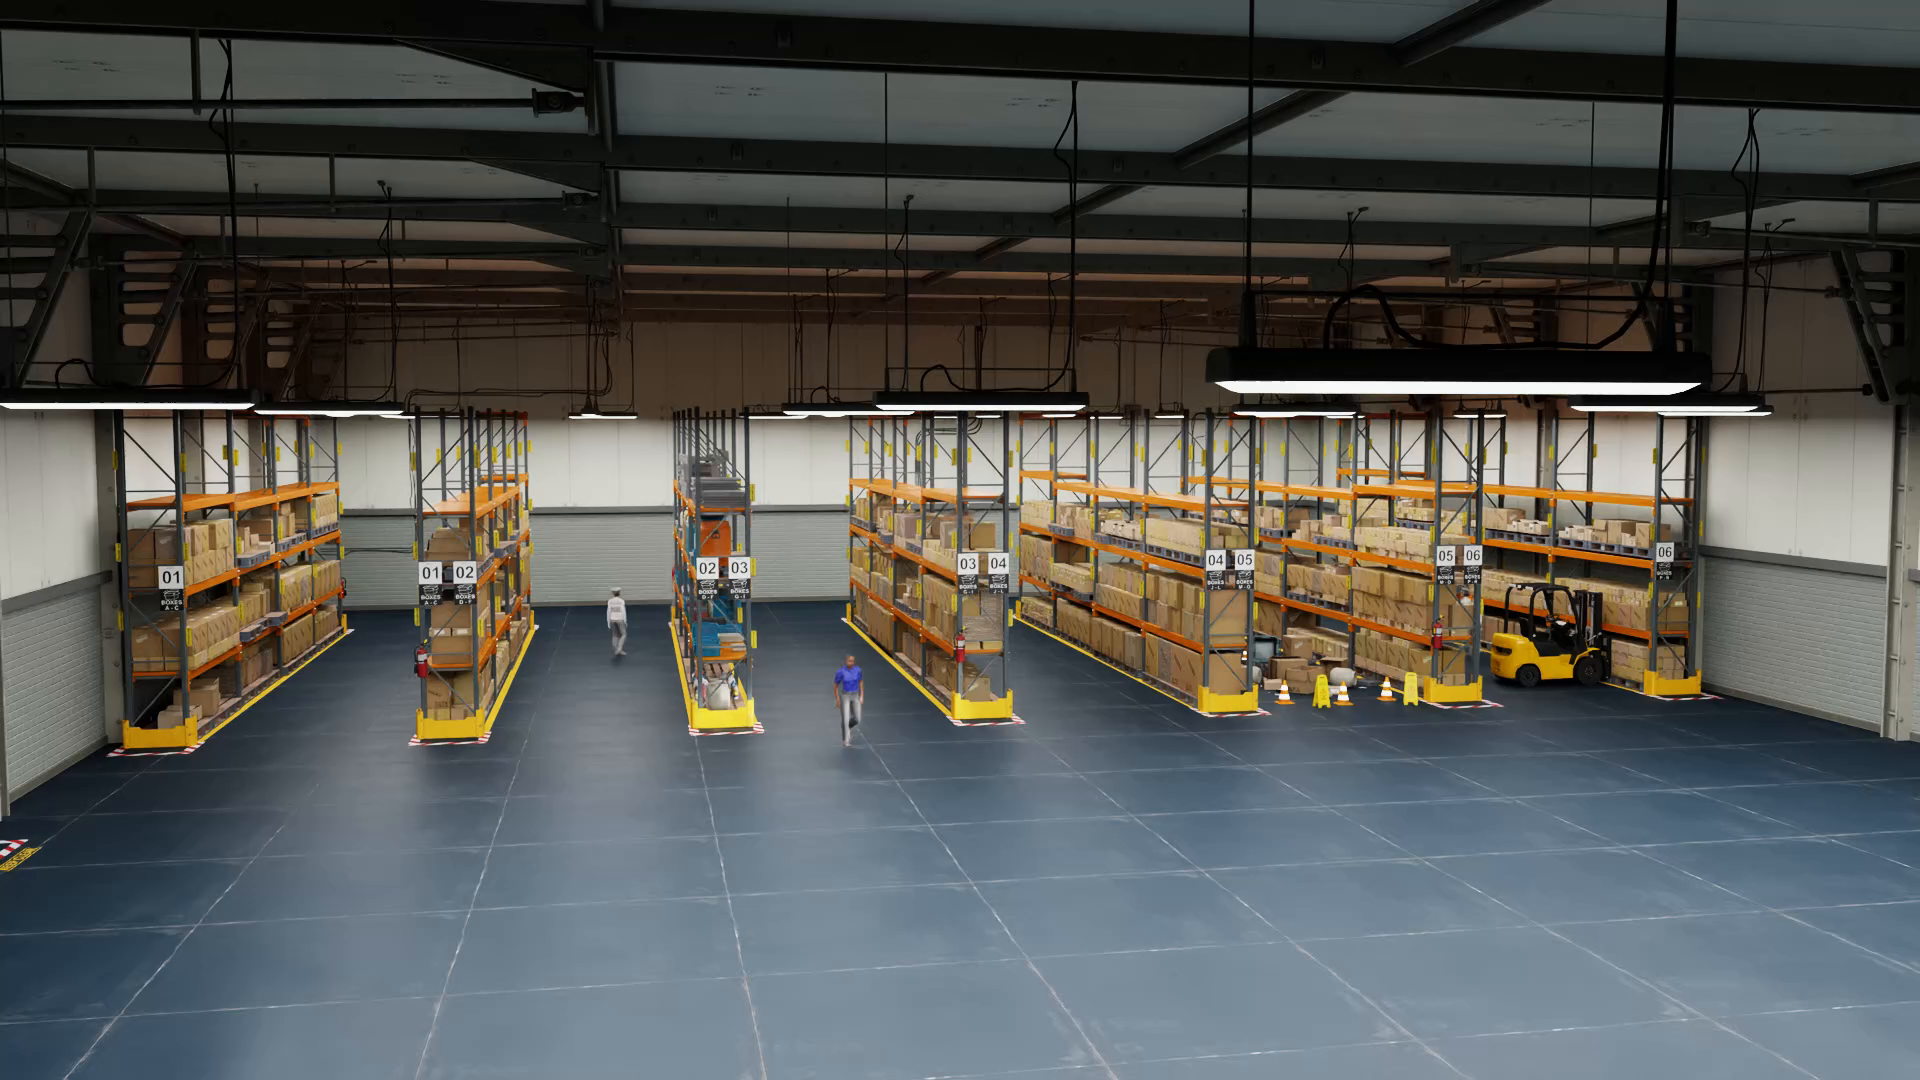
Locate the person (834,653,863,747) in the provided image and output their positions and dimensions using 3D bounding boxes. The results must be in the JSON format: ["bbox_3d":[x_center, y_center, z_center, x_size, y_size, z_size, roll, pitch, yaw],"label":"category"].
[{"bbox_3d":[-1.999,2.815,29.556,0.545,1.642,0.541,-2,4,-23],"label":"person"}]

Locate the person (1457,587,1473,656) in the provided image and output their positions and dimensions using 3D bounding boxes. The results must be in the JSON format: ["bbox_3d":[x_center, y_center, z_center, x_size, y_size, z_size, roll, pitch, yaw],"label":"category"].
[{"bbox_3d":[12.354,1.993,40.578,0.480,1.670,0.525,-2,5,-29],"label":"person"}]

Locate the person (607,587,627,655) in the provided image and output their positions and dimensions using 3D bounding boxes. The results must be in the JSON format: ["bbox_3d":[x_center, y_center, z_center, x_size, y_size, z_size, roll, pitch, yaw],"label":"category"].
[{"bbox_3d":[-8.410,1.995,40.709,0.521,1.680,0.485,1,4,16],"label":"person"}]

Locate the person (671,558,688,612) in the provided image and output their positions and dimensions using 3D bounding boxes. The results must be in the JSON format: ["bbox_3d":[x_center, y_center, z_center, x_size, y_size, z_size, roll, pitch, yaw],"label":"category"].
[{"bbox_3d":[-8.217,1.365,49.170,1.116,1.650,0.549,3,5,37],"label":"person"}]

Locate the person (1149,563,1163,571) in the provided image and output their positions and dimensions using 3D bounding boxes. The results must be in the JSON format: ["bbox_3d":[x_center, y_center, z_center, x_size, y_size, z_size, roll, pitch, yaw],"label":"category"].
[{"bbox_3d":[6.134,1.199,52.078,0.463,1.613,1.090,1,4,18],"label":"person"}]
